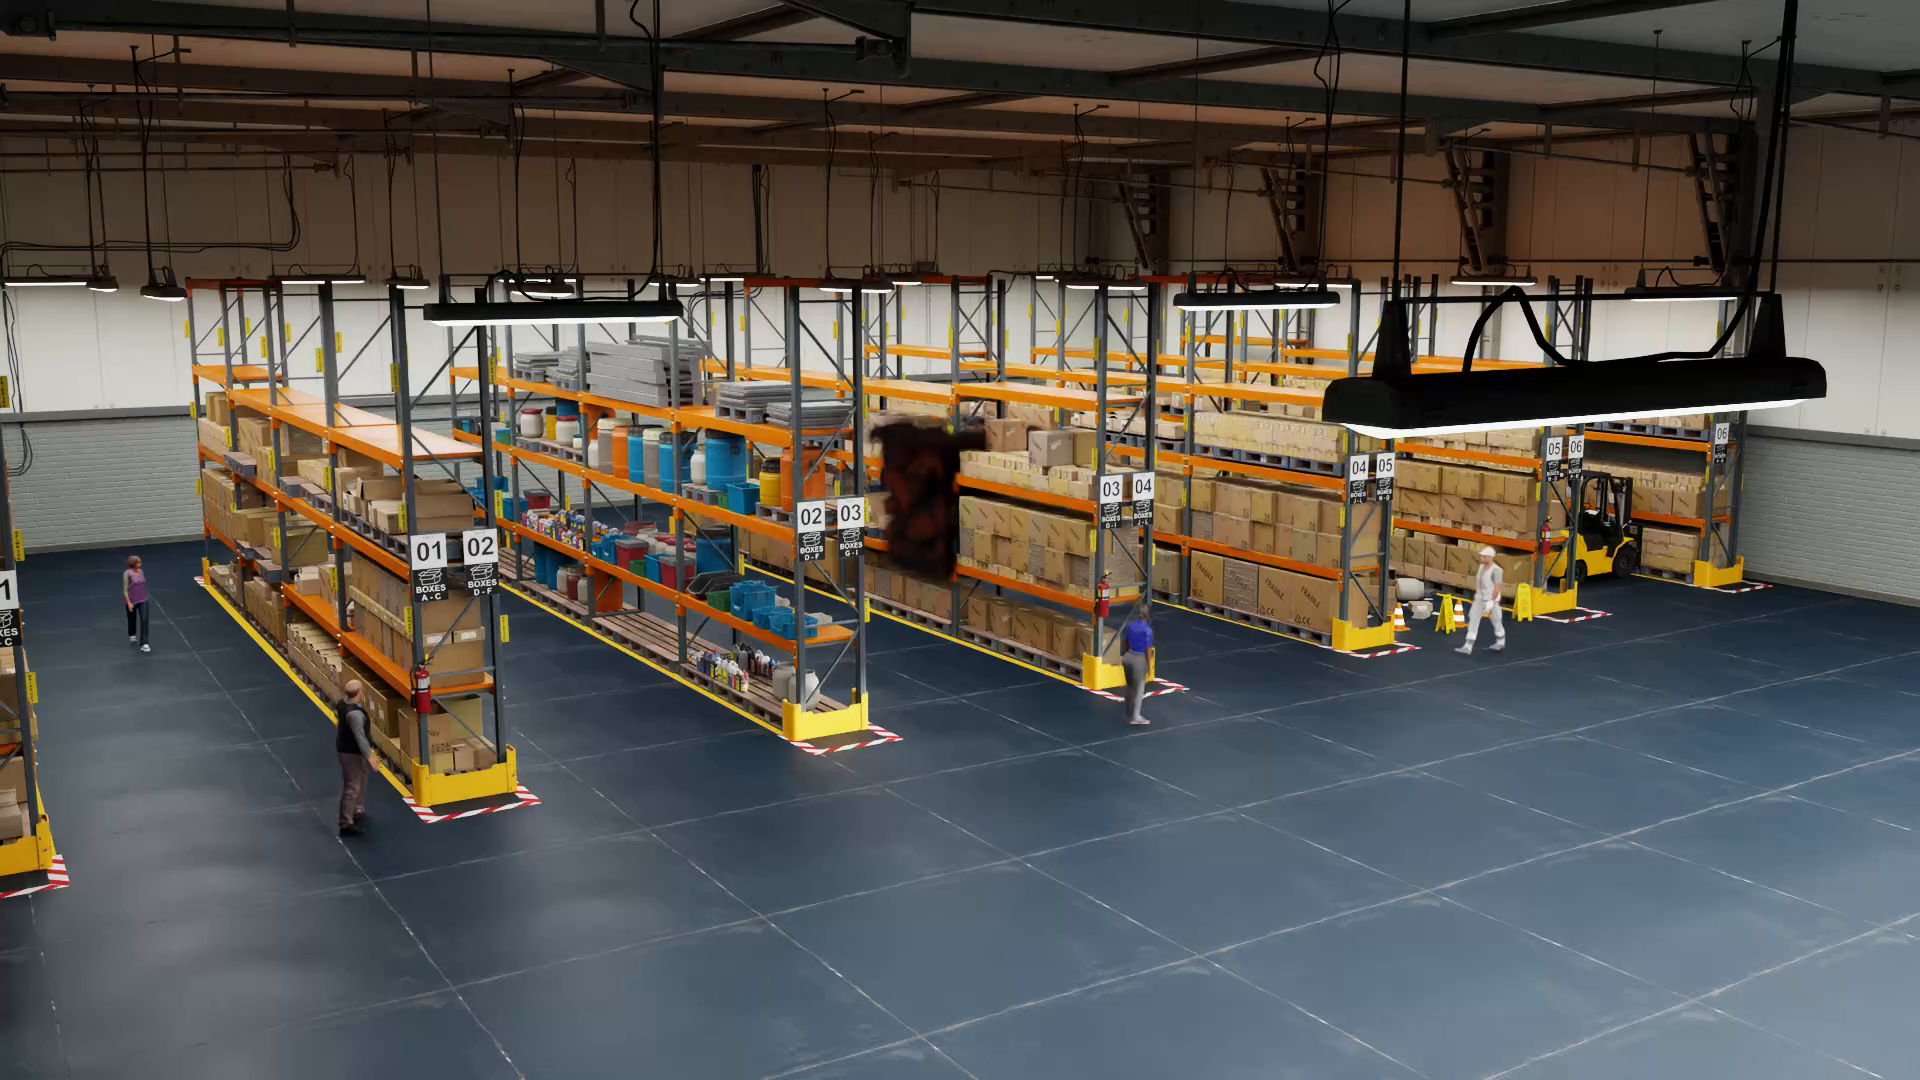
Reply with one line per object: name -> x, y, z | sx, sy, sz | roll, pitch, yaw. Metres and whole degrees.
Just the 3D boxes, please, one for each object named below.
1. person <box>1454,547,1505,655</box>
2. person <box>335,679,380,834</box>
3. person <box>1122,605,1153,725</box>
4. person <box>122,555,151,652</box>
person -> 8.484, 0.983, 26.847 | 0.518, 1.740, 1.042 | 9, 13, 42
person -> -6.786, 2.413, 18.647 | 0.473, 1.763, 0.671 | -4, 11, -25
person -> 2.457, 1.712, 22.891 | 0.380, 1.665, 0.471 | -7, 12, -37
person -> -13.523, 1.012, 27.268 | 0.398, 1.556, 0.823 | -7, 12, -34
